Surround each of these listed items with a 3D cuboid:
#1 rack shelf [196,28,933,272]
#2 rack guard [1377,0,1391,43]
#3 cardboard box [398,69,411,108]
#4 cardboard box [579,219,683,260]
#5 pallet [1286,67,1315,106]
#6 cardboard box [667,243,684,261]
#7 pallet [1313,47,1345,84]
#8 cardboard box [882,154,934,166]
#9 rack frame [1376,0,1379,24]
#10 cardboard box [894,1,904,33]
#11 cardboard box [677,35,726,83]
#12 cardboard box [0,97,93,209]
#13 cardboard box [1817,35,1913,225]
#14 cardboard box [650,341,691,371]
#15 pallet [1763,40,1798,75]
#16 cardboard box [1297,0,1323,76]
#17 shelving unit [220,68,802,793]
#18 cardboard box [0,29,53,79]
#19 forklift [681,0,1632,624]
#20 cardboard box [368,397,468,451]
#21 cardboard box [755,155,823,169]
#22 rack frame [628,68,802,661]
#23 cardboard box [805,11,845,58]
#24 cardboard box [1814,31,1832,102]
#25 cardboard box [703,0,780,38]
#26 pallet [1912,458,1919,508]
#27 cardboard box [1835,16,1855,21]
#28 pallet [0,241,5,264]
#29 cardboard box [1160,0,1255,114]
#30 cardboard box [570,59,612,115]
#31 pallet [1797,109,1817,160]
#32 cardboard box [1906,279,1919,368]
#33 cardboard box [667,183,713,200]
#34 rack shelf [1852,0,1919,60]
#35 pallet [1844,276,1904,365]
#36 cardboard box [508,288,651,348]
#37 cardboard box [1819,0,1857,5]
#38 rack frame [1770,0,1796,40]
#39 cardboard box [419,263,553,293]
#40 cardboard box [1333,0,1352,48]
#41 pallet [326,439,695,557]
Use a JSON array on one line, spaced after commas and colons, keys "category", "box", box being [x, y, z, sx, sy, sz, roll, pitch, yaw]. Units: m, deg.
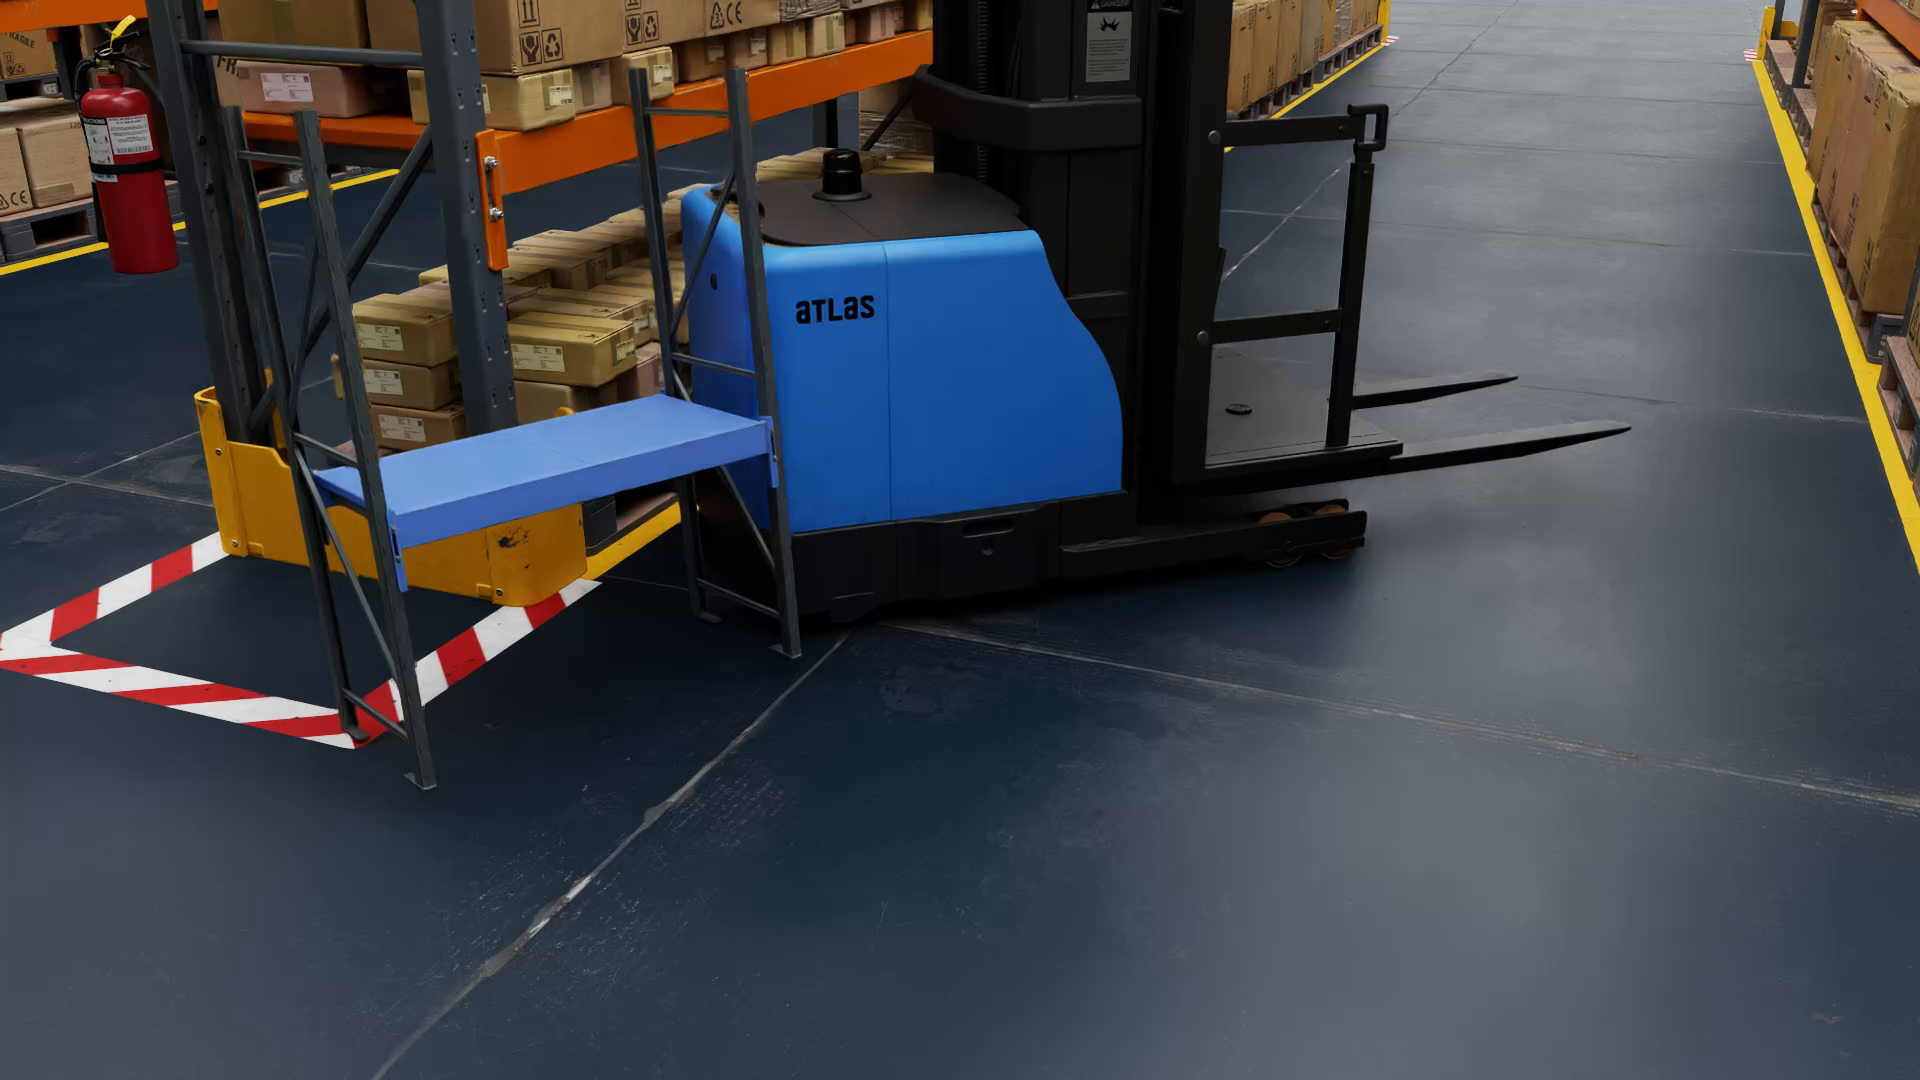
[{"category": "rack shelf", "box": [-0.999, -1.684, 6.323, 1.077, 0.370, 4.000, 9, 24, 20]}, {"category": "rack guard", "box": [4.210, -5.881, 18.681, 1.175, 0.500, 0.348, 9, 24, 20]}, {"category": "cardboard box", "box": [-1.756, -1.425, 5.096, 0.380, 0.149, 0.250, 9, 24, 20]}, {"category": "cardboard box", "box": [-1.252, -1.138, 6.464, 0.380, 0.149, 0.250, 8, 24, 18]}, {"category": "pallet", "box": [2.499, -4.021, 14.602, 1.003, 0.211, 1.213, 9, 24, 20]}, {"category": "cardboard box", "box": [-0.902, -0.978, 6.082, 0.380, 0.149, 0.250, 10, 25, 22]}, {"category": "pallet", "box": [3.070, -4.569, 15.914, 1.003, 0.211, 1.213, 9, 24, 20]}, {"category": "cardboard box", "box": [-0.147, -1.720, 7.858, 0.380, 0.149, 0.250, 9, 24, 22]}, {"category": "rack frame", "box": [4.201, -7.026, 18.179, 1.000, 3.000, 0.127, 9, 24, 20]}, {"category": "cardboard box", "box": [-0.454, -2.203, 6.958, 0.380, 0.149, 0.250, 8, 24, 19]}, {"category": "cardboard box", "box": [-1.019, -1.645, 5.622, 0.380, 0.149, 0.250, 9, 24, 20]}, {"category": "cardboard box", "box": [-5.223, -2.206, 9.420, 0.875, 0.438, 0.875, 8, 24, 19]}, {"category": "cardboard box", "box": [5.183, -2.068, 8.522, 1.225, 0.875, 0.875, 9, 24, 20]}, {"category": "cardboard box", "box": [-1.146, -0.657, 5.699, 0.380, 0.149, 0.250, 9, 24, 21]}, {"category": "pallet", "box": [8.406, -4.680, 16.181, 1.003, 0.211, 1.213, 9, 24, 20]}, {"category": "cardboard box", "box": [2.568, -4.515, 14.542, 1.050, 0.750, 0.750, 9, 24, 20]}, {"category": "shelving unit", "box": [-1.019, -0.321, 4.016, 1.048, 1.500, 0.538, -18, 24, -37]}, {"category": "cardboard box", "box": [-8.167, -4.226, 14.173, 0.500, 0.500, 0.500, 8, 24, 19]}, {"category": "forklift", "box": [0.718, -1.451, 4.920, 3.031, 2.935, 1.130, -8, 24, -18]}, {"category": "cardboard box", "box": [-1.740, -0.397, 5.462, 0.380, 0.149, 0.250, 9, 24, 21]}, {"category": "cardboard box", "box": [-0.734, -1.701, 7.812, 0.380, 0.149, 0.250, 10, 25, 23]}, {"category": "rack frame", "box": [-0.634, -0.448, 4.321, 0.032, 1.500, 0.500, -18, 24, -37]}, {"category": "cardboard box", "box": [-0.659, -1.910, 6.258, 0.380, 0.149, 0.250, 9, 24, 21]}, {"category": "cardboard box", "box": [6.840, -3.513, 12.441, 0.700, 0.500, 0.500, 9, 24, 20]}, {"category": "cardboard box", "box": [-0.950, -1.973, 5.567, 0.500, 0.500, 0.500, 9, 24, 21]}, {"category": "pallet", "box": [3.504, 0.000, 4.976, 1.003, 0.211, 1.213, 9, 24, 20]}, {"category": "cardboard box", "box": [7.468, -4.026, 13.695, 0.500, 0.500, 0.500, 8, 24, 18]}, {"category": "pallet", "box": [-5.697, -1.419, 8.372, 1.003, 0.211, 1.213, 9, 24, 20]}, {"category": "cardboard box", "box": [1.539, -3.524, 12.169, 1.050, 0.750, 0.750, 8, 24, 19]}, {"category": "cardboard box", "box": [-1.261, -1.350, 4.917, 0.380, 0.149, 0.250, 10, 25, 22]}, {"category": "pallet", "box": [6.543, -2.845, 11.786, 1.003, 0.211, 1.213, 9, 24, 20]}, {"category": "cardboard box", "box": [3.992, -0.974, 5.902, 0.875, 0.875, 0.875, 9, 24, 20]}, {"category": "cardboard box", "box": [-1.028, -1.427, 7.157, 0.380, 0.149, 0.250, 9, 24, 21]}, {"category": "rack shelf", "box": [5.054, -2.369, 7.964, 1.077, 0.370, 4.000, 9, 24, 20]}, {"category": "pallet", "box": [4.528, -0.986, 7.336, 1.003, 0.211, 1.213, 9, 24, 20]}, {"category": "cardboard box", "box": [-1.241, -0.708, 5.435, 0.380, 0.149, 0.250, 9, 24, 21]}, {"category": "cardboard box", "box": [8.081, -4.659, 15.210, 0.500, 0.500, 0.500, 11, 25, 25]}, {"category": "rack frame", "box": [8.769, -6.280, 16.392, 1.000, 3.000, 0.127, 9, 24, 20]}, {"category": "cardboard box", "box": [-1.656, -0.871, 5.827, 0.380, 0.149, 0.250, 8, 24, 19]}, {"category": "cardboard box", "box": [3.345, -5.346, 16.369, 0.875, 0.875, 0.875, 9, 24, 20]}, {"category": "pallet", "box": [-1.379, -0.326, 5.758, 1.003, 0.211, 1.213, 9, 24, 20]}]
